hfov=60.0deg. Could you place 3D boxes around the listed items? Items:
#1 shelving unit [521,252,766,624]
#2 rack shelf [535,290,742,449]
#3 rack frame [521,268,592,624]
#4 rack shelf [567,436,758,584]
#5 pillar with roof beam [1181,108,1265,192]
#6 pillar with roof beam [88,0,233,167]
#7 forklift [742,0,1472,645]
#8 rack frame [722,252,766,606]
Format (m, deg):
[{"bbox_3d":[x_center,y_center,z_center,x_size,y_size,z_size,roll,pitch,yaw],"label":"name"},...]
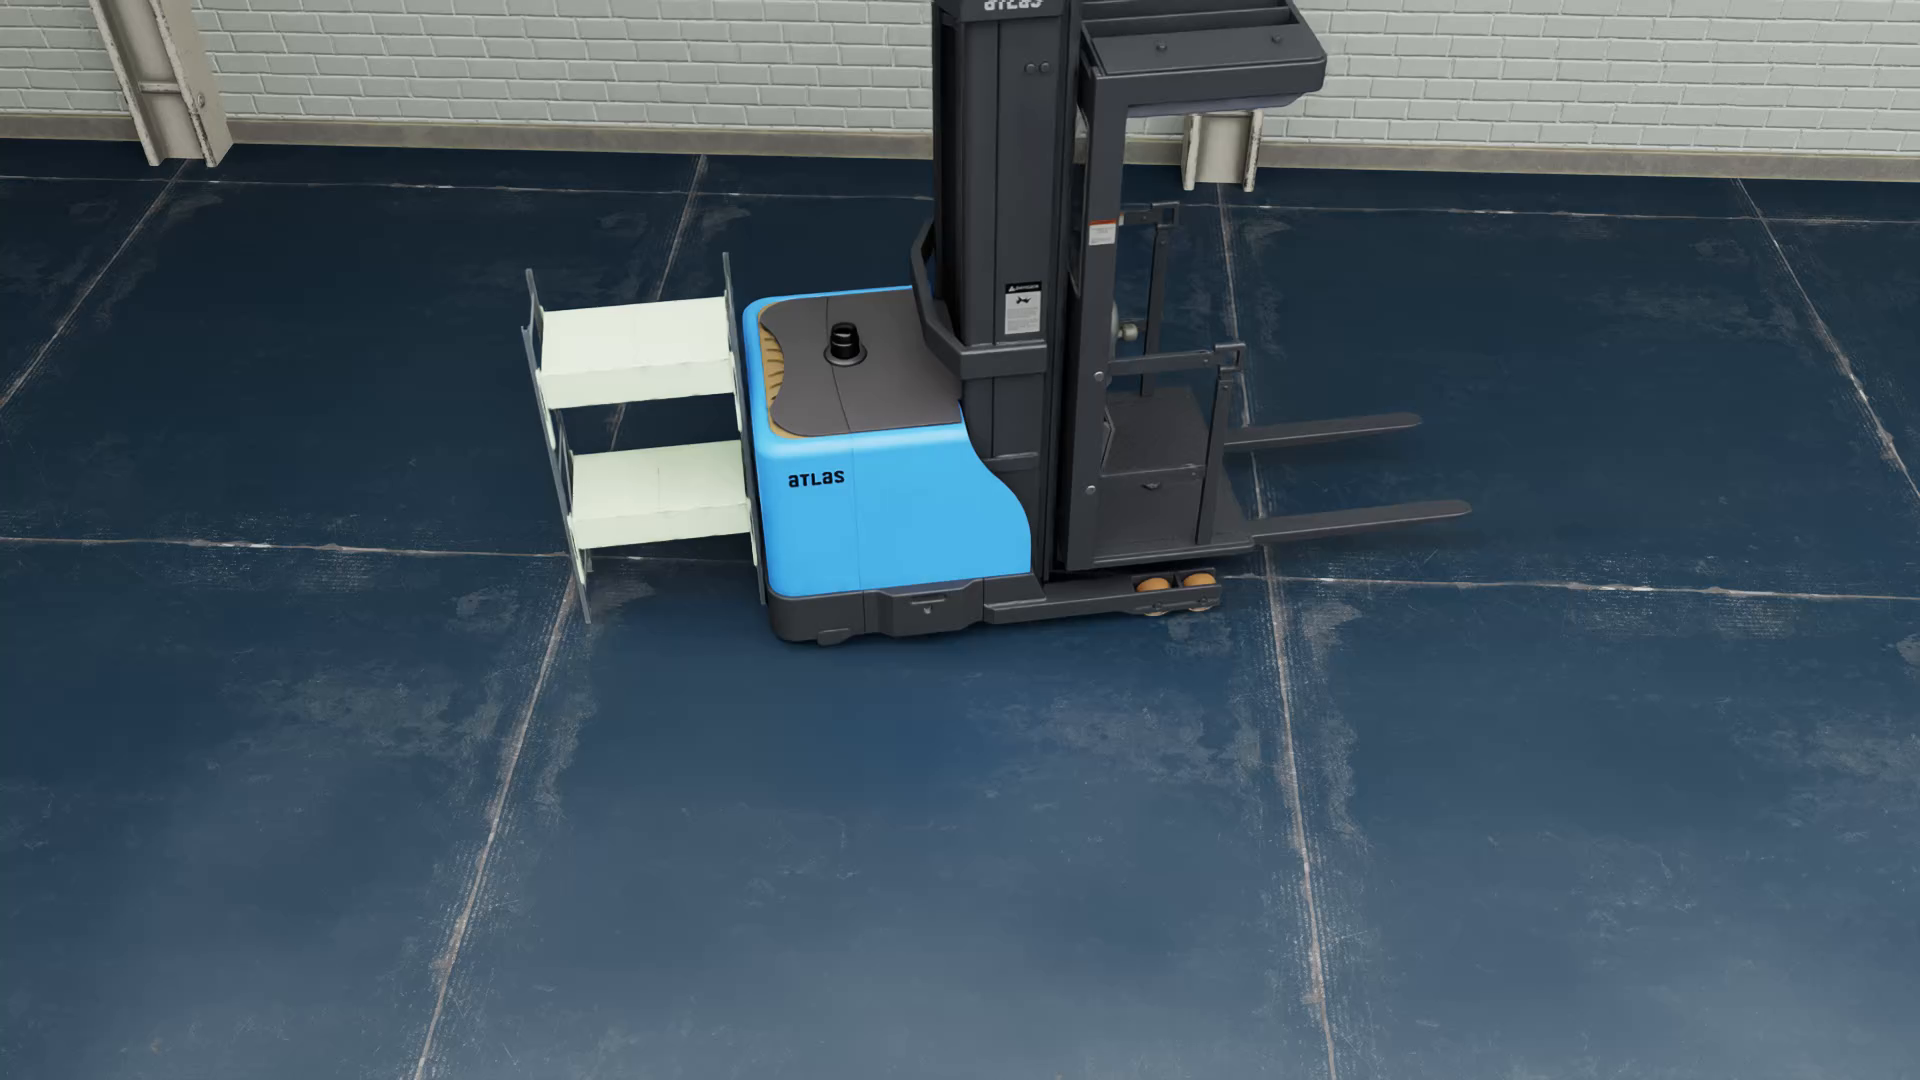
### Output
[{"bbox_3d":[-1.222,-0.370,6.632,0.755,1.500,0.431,-6,43,-6],"label":"shelving unit"},{"bbox_3d":[-1.222,-0.655,6.366,0.720,0.370,0.431,-6,43,-6],"label":"rack shelf"},{"bbox_3d":[-1.584,-0.332,6.592,0.023,1.500,0.400,-6,43,-6],"label":"rack frame"},{"bbox_3d":[-1.222,-0.131,6.854,0.720,0.370,0.431,-6,43,-6],"label":"rack shelf"},{"bbox_3d":[1.285,-2.456,3.369,0.400,9.000,9.100,2,43,2],"label":"pillar with roof beam"},{"bbox_3d":[-4.709,-2.640,3.567,0.400,9.000,9.100,2,43,2],"label":"pillar with roof beam"},{"bbox_3d":[0.655,-1.104,6.370,3.031,2.935,1.130,-6,43,-6],"label":"forklift"},{"bbox_3d":[-0.860,-0.407,6.672,0.023,1.500,0.400,-6,43,-6],"label":"rack frame"}]
